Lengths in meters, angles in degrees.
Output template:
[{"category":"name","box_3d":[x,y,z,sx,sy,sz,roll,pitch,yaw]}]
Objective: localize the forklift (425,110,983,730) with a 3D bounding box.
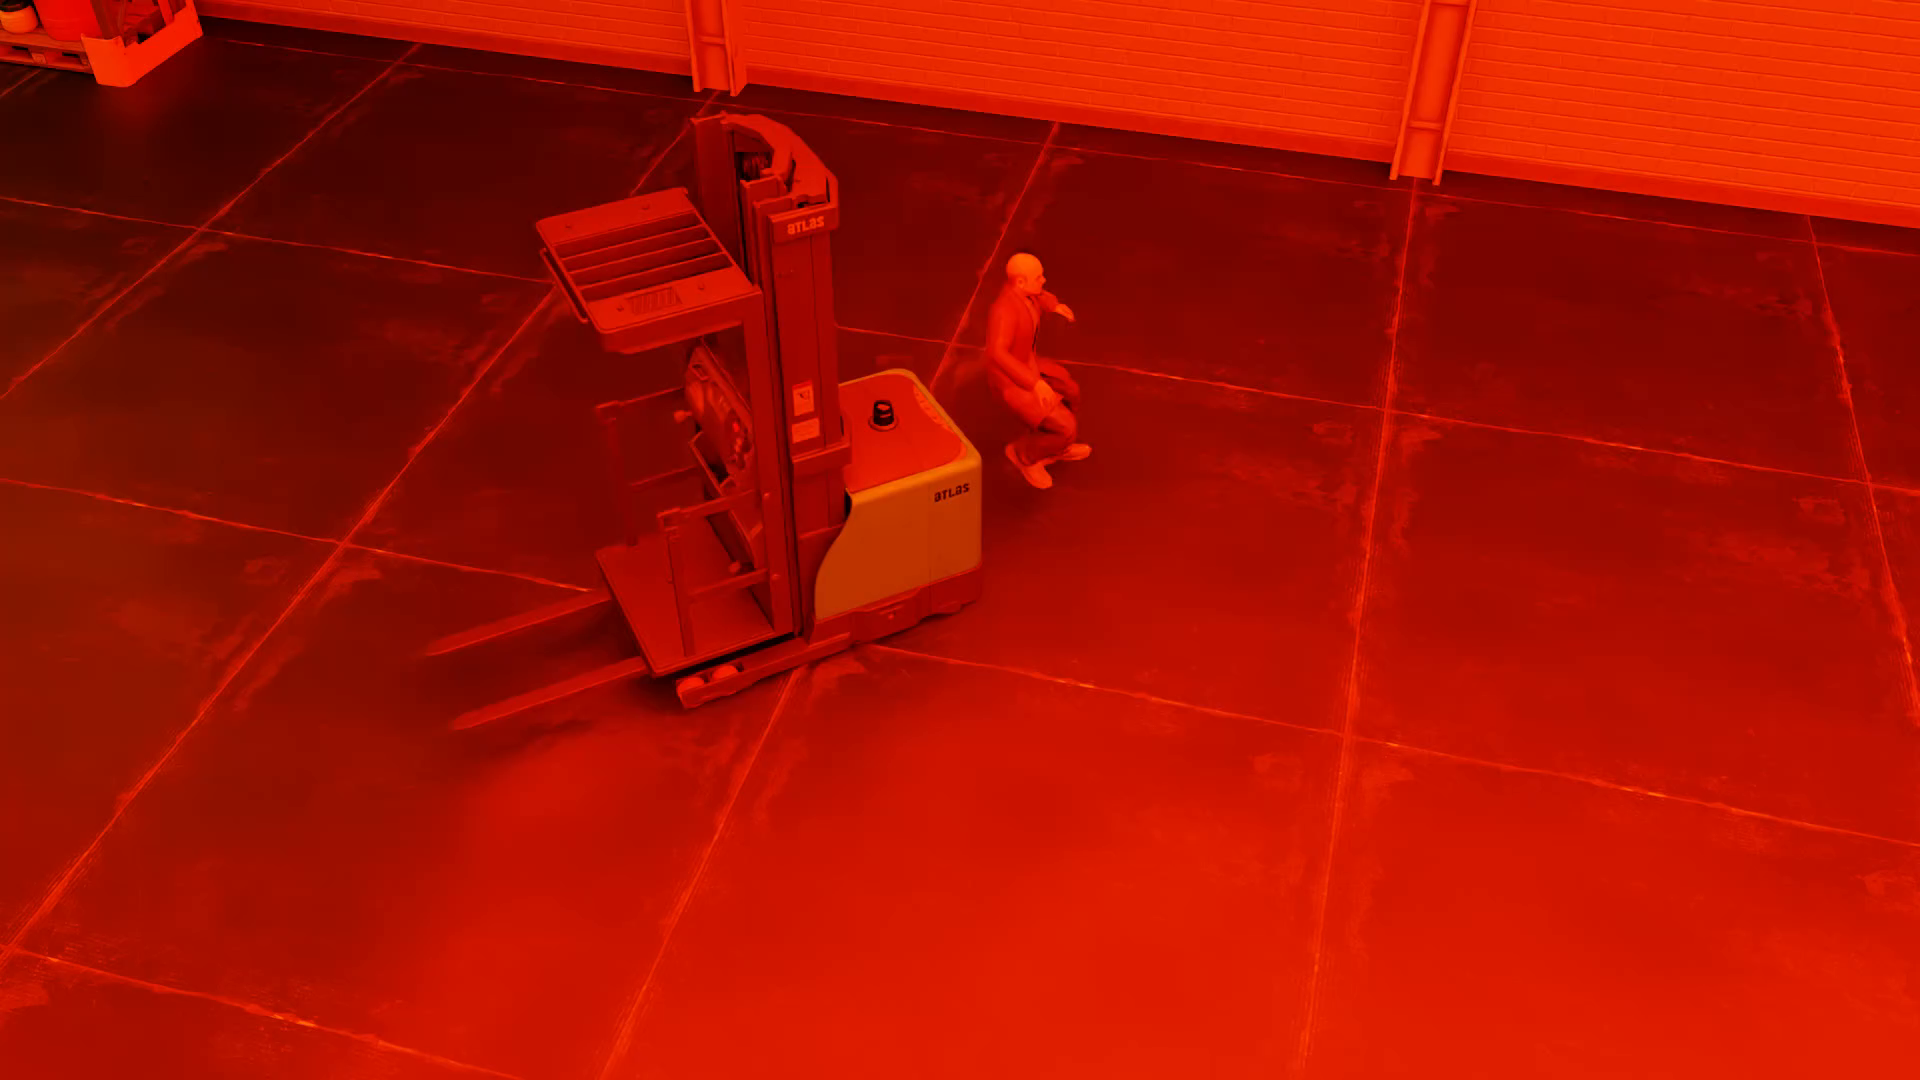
[{"category":"forklift","box_3d":[-1.419,-0.592,8.537,3.031,2.935,1.130,-18,44,-20]}]

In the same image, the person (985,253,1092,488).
[{"category":"person","box_3d":[0.470,-0.992,10.007,0.609,1.591,1.089,10,42,12]}]
